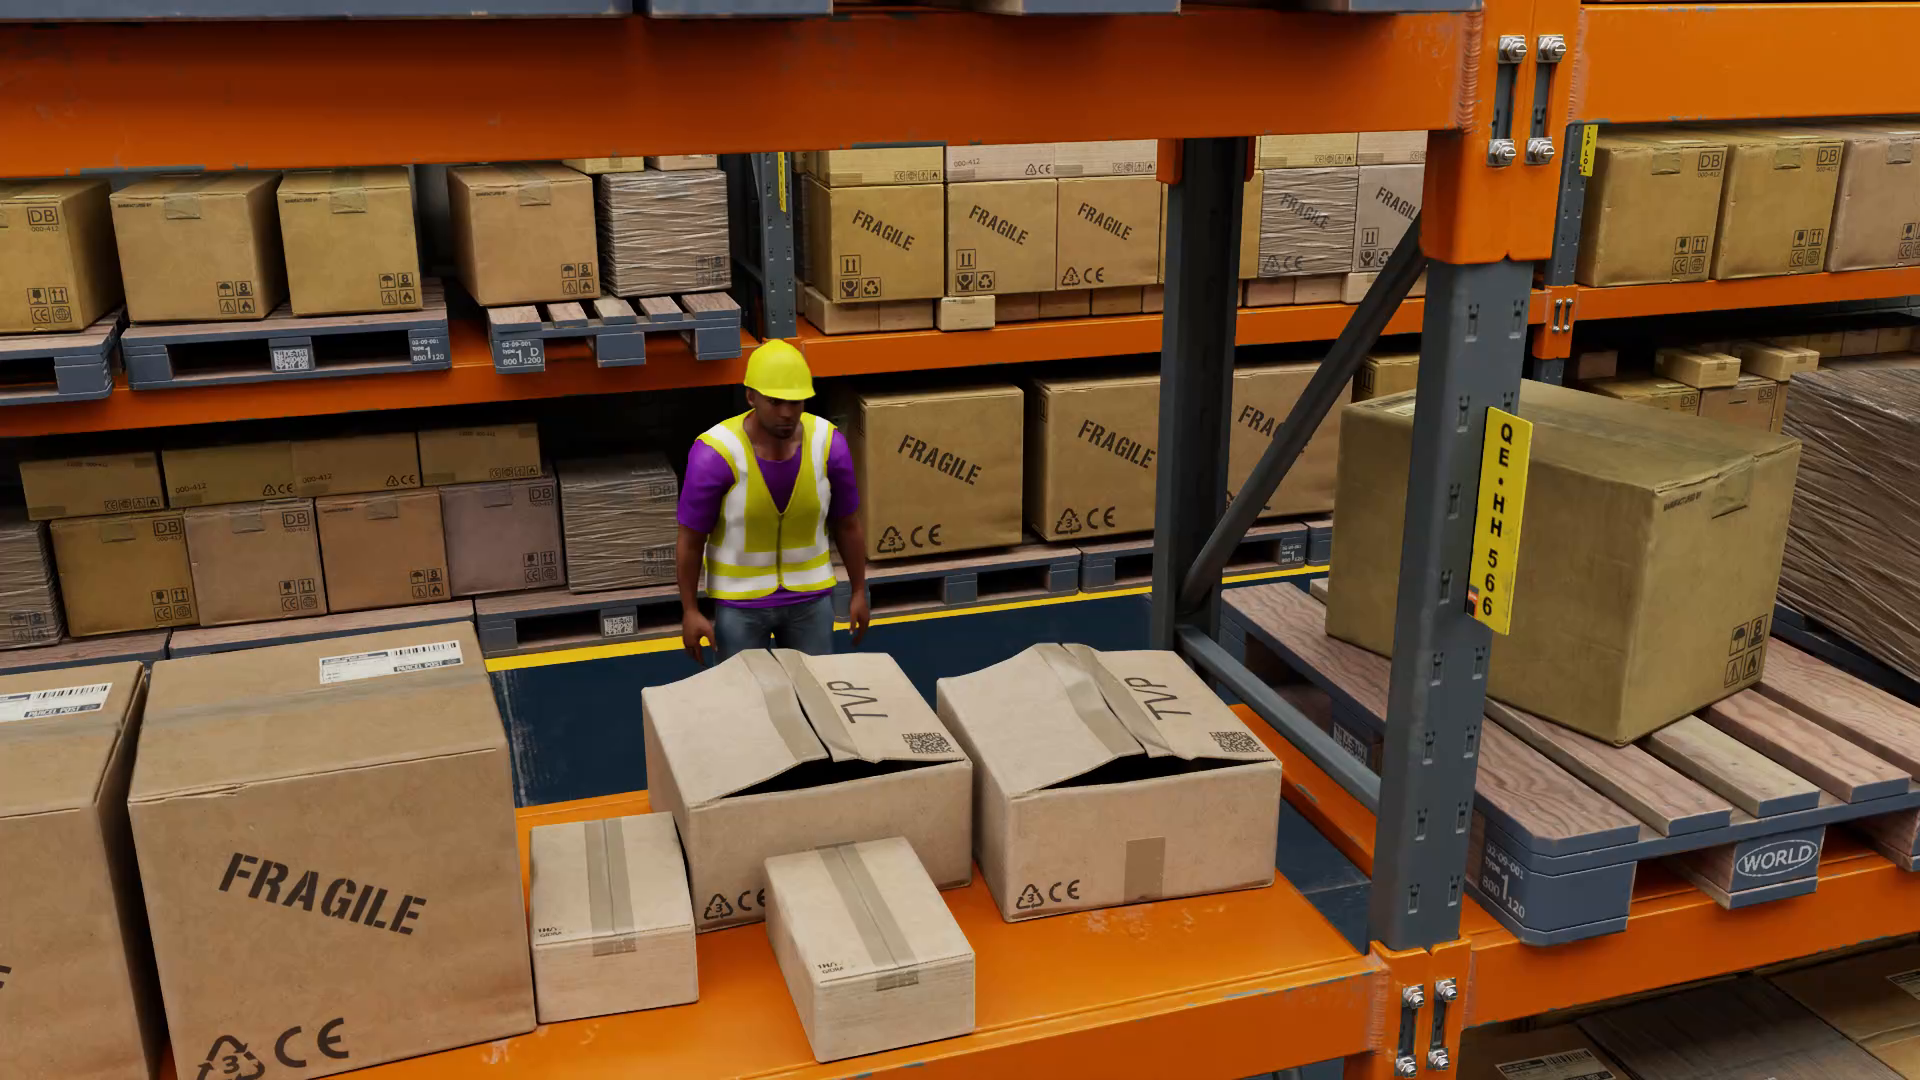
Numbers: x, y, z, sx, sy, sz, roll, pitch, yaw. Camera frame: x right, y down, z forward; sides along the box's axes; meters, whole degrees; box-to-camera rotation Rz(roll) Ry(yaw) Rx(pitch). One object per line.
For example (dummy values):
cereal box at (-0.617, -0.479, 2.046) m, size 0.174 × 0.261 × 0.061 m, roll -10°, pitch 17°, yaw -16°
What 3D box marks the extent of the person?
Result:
person at (-0.604, 0.208, 5.444) m, size 0.637 × 1.757 × 0.456 m, roll -7°, pitch 20°, yaw -19°
